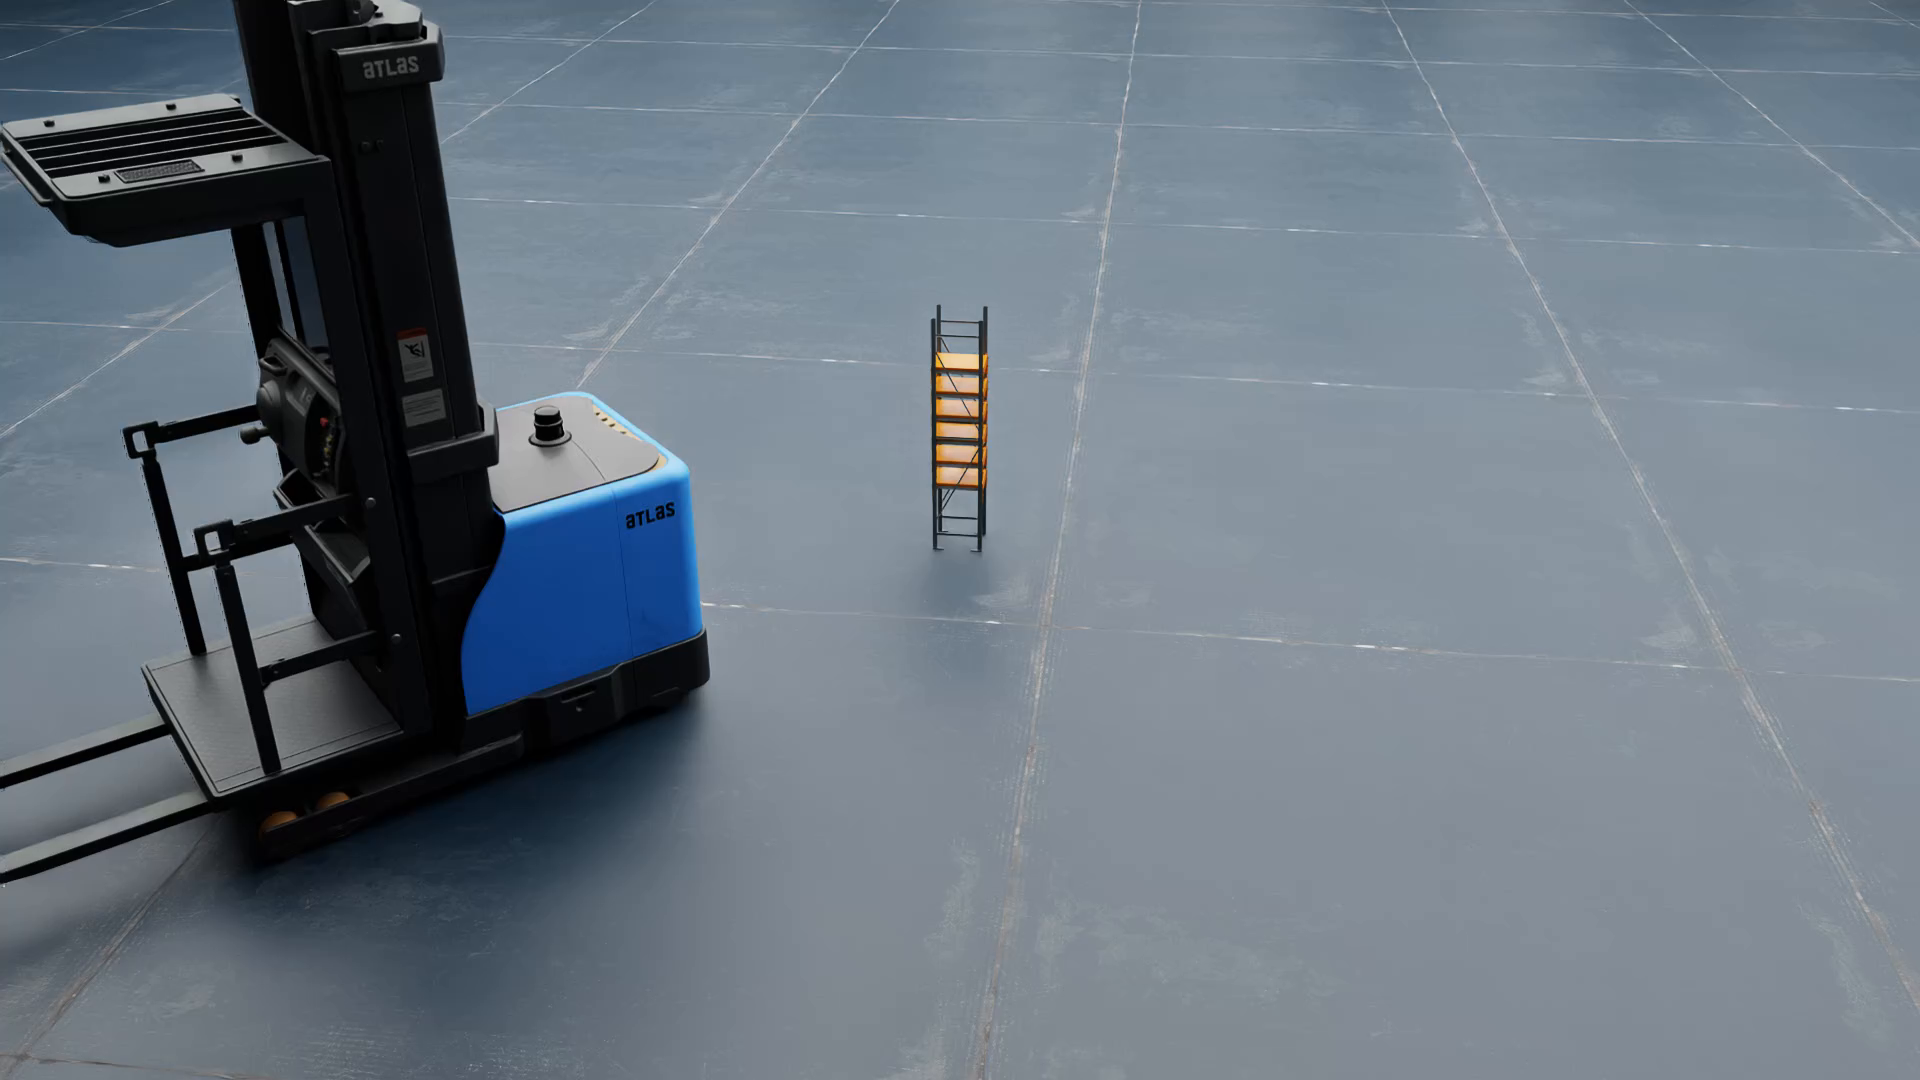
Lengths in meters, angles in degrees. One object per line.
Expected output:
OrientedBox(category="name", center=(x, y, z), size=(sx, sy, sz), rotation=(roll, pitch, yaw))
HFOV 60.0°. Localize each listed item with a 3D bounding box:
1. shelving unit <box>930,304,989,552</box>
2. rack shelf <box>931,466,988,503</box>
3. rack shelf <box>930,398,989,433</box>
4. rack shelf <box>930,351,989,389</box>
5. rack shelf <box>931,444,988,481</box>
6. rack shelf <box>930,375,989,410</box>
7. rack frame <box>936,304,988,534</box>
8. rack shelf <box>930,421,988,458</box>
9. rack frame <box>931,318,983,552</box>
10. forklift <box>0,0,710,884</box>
OrientedBox(category="shelving unit", center=(-0.002, -0.521, 7.953), size=(0.258, 1.200, 0.189), rotation=(3, 28, 6))
OrientedBox(category="rack shelf", center=(-0.002, -0.271, 8.088), size=(0.258, 0.103, 0.180), rotation=(3, 28, 6))
OrientedBox(category="rack shelf", center=(-0.002, -0.588, 7.917), size=(0.258, 0.103, 0.180), rotation=(3, 28, 6))
OrientedBox(category="rack shelf", center=(-0.002, -0.799, 7.803), size=(0.258, 0.103, 0.180), rotation=(3, 28, 6))
OrientedBox(category="rack shelf", center=(-0.002, -0.377, 8.031), size=(0.258, 0.103, 0.180), rotation=(3, 28, 6))
OrientedBox(category="rack shelf", center=(-0.002, -0.694, 7.860), size=(0.258, 0.103, 0.180), rotation=(3, 28, 6))
OrientedBox(category="rack frame", center=(0.009, -0.564, 8.033), size=(0.240, 1.200, 0.006), rotation=(3, 28, 6))
OrientedBox(category="rack shelf", center=(-0.002, -0.482, 7.974), size=(0.258, 0.103, 0.180), rotation=(3, 28, 6))
OrientedBox(category="rack frame", center=(-0.013, -0.478, 7.873), size=(0.240, 1.200, 0.006), rotation=(3, 28, 6))
OrientedBox(category="forklift", center=(-2.544, -0.412, 5.924), size=(3.031, 2.935, 1.130), rotation=(-19, 34, -31))
